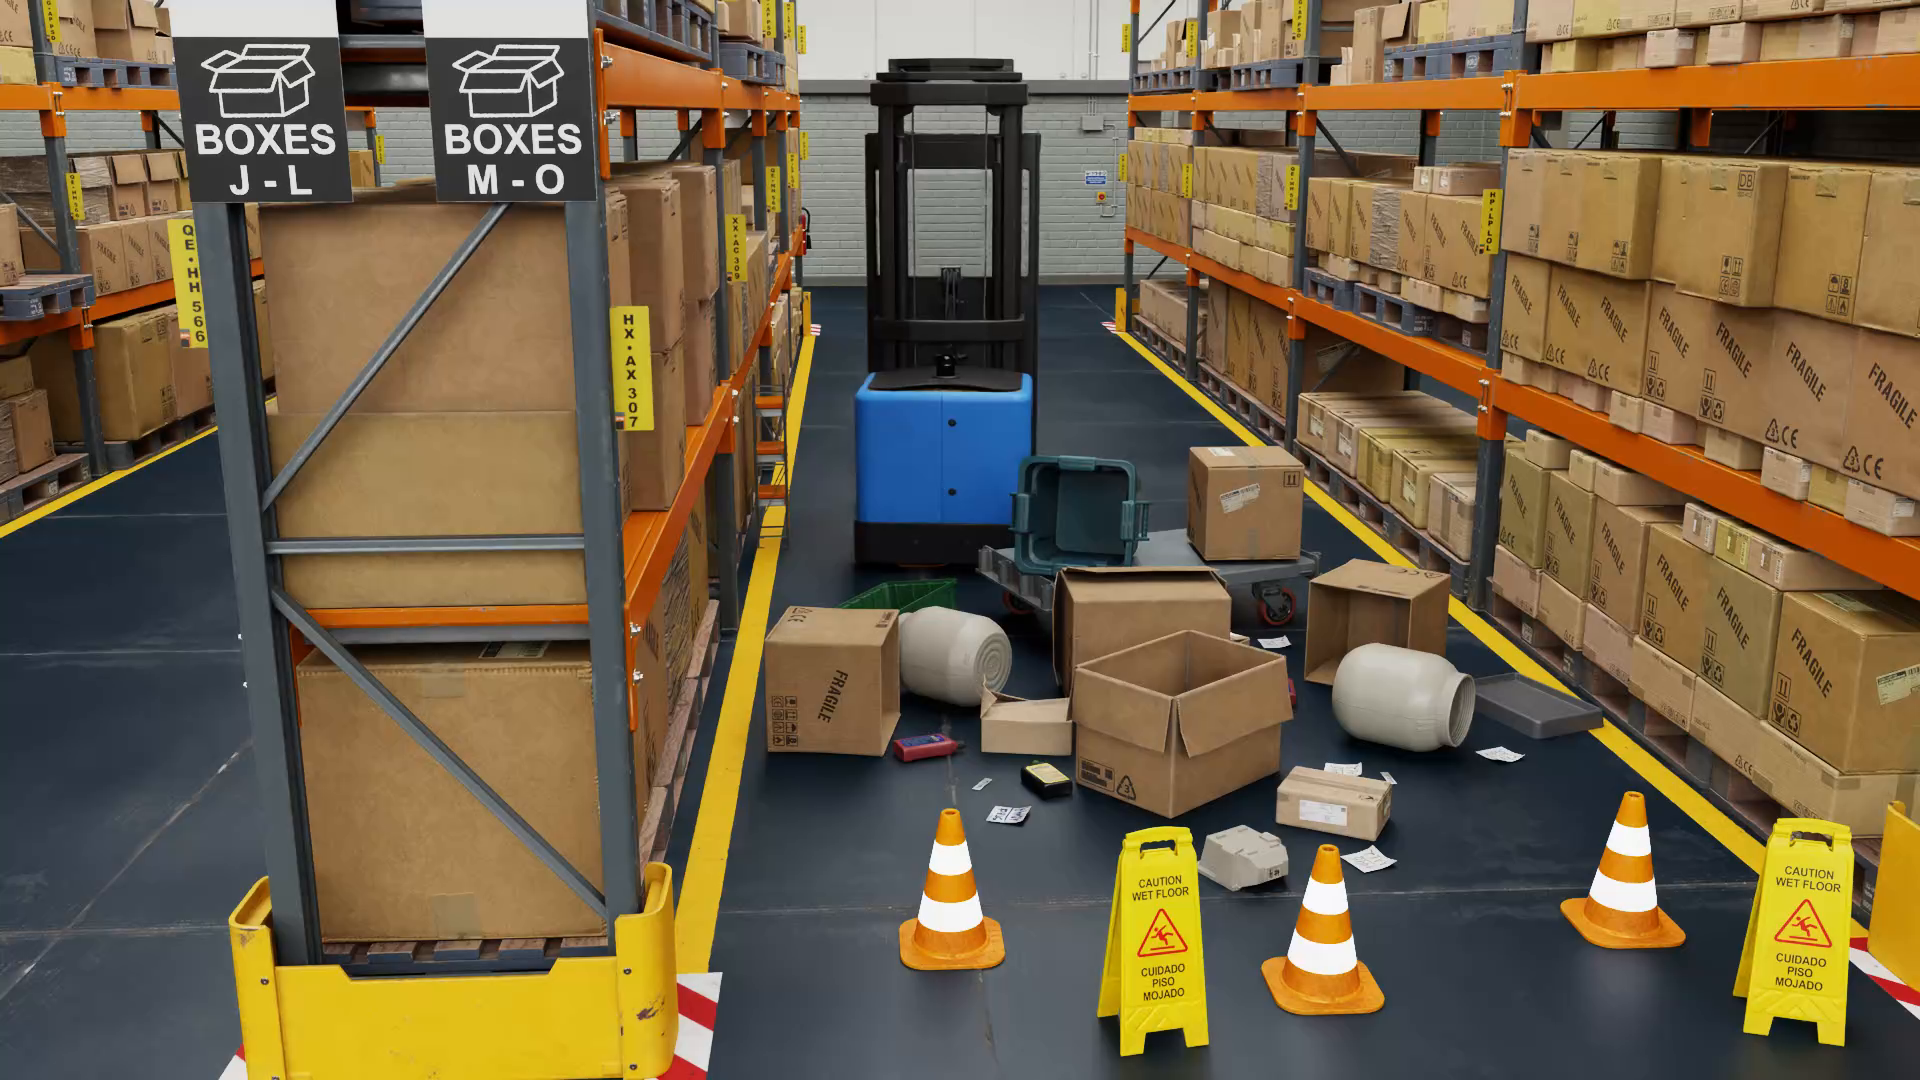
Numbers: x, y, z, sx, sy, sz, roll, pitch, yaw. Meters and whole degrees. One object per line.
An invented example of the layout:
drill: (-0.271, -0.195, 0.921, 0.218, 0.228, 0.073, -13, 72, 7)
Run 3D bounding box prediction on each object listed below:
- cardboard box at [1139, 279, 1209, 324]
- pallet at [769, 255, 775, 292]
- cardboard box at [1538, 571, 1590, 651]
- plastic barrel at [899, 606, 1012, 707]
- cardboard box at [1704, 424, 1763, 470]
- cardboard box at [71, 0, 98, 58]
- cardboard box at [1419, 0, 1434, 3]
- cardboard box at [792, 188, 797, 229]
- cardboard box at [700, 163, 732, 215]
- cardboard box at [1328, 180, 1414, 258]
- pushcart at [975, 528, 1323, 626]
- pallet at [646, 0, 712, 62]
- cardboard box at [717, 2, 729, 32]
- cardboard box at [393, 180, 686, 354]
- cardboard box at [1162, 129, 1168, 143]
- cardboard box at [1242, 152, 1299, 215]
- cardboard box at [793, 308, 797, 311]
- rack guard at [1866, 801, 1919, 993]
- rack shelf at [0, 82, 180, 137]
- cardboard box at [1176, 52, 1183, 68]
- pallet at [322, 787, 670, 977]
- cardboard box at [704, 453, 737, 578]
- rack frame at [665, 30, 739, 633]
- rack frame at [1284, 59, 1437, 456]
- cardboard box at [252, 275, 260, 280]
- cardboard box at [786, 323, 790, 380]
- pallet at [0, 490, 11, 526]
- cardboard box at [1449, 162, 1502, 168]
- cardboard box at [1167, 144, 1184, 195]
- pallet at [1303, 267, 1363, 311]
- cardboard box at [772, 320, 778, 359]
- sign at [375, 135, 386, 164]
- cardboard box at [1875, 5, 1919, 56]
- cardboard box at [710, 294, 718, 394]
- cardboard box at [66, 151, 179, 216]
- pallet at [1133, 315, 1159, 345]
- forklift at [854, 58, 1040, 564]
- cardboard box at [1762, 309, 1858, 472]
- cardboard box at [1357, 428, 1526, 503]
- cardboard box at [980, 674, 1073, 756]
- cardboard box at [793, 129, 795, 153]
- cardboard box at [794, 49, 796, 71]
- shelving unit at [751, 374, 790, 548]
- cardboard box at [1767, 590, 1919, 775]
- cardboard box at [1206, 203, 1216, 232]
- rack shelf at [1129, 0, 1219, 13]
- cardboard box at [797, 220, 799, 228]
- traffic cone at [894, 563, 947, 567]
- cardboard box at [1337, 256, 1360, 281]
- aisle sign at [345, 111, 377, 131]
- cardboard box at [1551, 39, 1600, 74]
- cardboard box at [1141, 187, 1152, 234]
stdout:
cardboard box: (2.671, -2.864, 19.936, 0.875, 0.438, 0.875, -1, 14, -5)
pallet: (-2.059, -2.055, 12.880, 1.213, 0.211, 1.003, -1, 14, -3)
cardboard box: (3.085, 0.332, 7.891, 0.500, 0.250, 0.500, 0, 14, 0)
plastic barrel: (-0.059, 0.528, 7.624, 0.512, 0.421, 0.421, 10, 18, 35)
cardboard box: (3.136, -0.370, 6.448, 0.380, 0.149, 0.250, -1, 14, -4)
cardboard box: (-7.116, -3.990, 12.950, 0.500, 0.500, 0.500, 0, 14, 0)
cardboard box: (3.025, -3.301, 9.770, 0.500, 0.250, 0.500, -1, 14, -3)
cardboard box: (-1.968, -3.536, 17.451, 0.500, 0.500, 0.500, -1, 14, -5)
cardboard box: (-1.824, -2.140, 10.618, 0.700, 0.500, 0.500, -1, 14, -4)
cardboard box: (2.862, -2.225, 11.515, 0.500, 0.500, 0.500, 0, 14, -1)
pushcart: (1.001, 0.238, 8.844, 1.648, 0.377, 0.936, -6, 16, -23)
pallet: (-1.620, -2.184, 7.153, 1.003, 0.211, 1.213, -1, 14, -3)
cardboard box: (-1.488, -2.913, 9.270, 0.380, 0.149, 0.250, -1, 14, -3)
cardboard box: (-1.422, -0.948, 5.724, 0.875, 0.550, 0.550, -1, 14, -3)
cardboard box: (2.395, -4.367, 17.972, 0.380, 0.149, 0.250, -1, 14, -3)
cardboard box: (2.669, -2.983, 13.891, 0.500, 0.500, 0.500, -1, 14, -3)
cardboard box: (-2.010, -2.480, 18.429, 0.380, 0.149, 0.250, 0, 14, -1)
rack guard: (3.517, 1.107, 5.221, 1.175, 0.500, 0.348, -1, 14, -3)
rack shelf: (-6.989, -3.523, 13.623, 1.077, 0.370, 4.000, -1, 14, -3)
cardboard box: (2.403, -4.872, 16.881, 0.380, 0.149, 0.250, -1, 14, -2)
pallet: (-1.540, 1.170, 5.557, 1.003, 0.211, 1.213, -1, 14, -3)
cardboard box: (-1.789, -0.245, 9.130, 1.050, 0.750, 0.750, -1, 14, -4)
rack frame: (-1.660, -0.978, 8.307, 1.000, 3.000, 0.127, -1, 14, -3)
rack frame: (3.026, -2.074, 12.569, 1.000, 3.000, 0.127, -1, 14, -3)
cardboard box: (-7.074, -2.256, 16.695, 0.875, 0.875, 0.875, -1, 14, -3)
cardboard box: (-1.859, -1.780, 15.599, 0.500, 0.500, 0.500, -1, 14, -5)
pallet: (-6.746, -0.074, 10.389, 1.003, 0.211, 1.213, -1, 14, -3)
cardboard box: (3.409, -2.382, 10.821, 0.380, 0.149, 0.250, -2, 15, -6)
cardboard box: (2.450, -3.841, 17.228, 0.500, 0.500, 0.500, -1, 14, -4)
pallet: (3.176, -1.806, 11.910, 1.213, 0.211, 1.003, -1, 14, -3)
cardboard box: (-1.741, -1.630, 13.511, 0.500, 0.250, 0.500, -1, 14, -4)
sign: (-6.818, -4.591, 19.552, 0.100, 0.325, 0.005, -1, 14, -3)
cardboard box: (3.190, -1.628, 5.319, 0.380, 0.149, 0.250, 0, 14, -2)
cardboard box: (-1.626, -0.959, 7.933, 0.875, 0.550, 0.550, -1, 14, -3)
cardboard box: (-6.980, -2.966, 13.822, 0.797, 0.503, 0.637, 0, 14, -2)
pallet: (2.658, -2.516, 19.881, 1.003, 0.211, 1.213, -1, 14, -3)
forklift: (-0.035, -1.588, 10.817, 1.130, 2.935, 3.031, 1, 14, 2)
cardboard box: (3.187, -0.532, 5.779, 0.500, 0.500, 0.500, -1, 14, -3)
cardboard box: (3.146, -0.492, 10.851, 0.950, 0.372, 0.625, 0, 14, -2)
cardboard box: (0.284, 0.745, 7.097, 0.396, 0.266, 0.258, 2, 15, 6)
cardboard box: (-2.019, -4.142, 17.802, 0.500, 0.500, 0.500, -1, 14, -5)
cardboard box: (-2.089, -5.347, 18.565, 0.500, 0.250, 0.500, -1, 14, -5)
shelving unit: (-1.174, -0.491, 10.326, 0.215, 1.050, 0.252, -2, 15, -6)
cardboard box: (3.212, 0.485, 5.791, 0.500, 0.500, 0.500, -1, 14, -3)
cardboard box: (2.584, -2.996, 15.447, 0.500, 0.250, 0.500, -1, 14, -3)
rack shelf: (2.654, -5.930, 17.760, 1.077, 0.370, 4.000, -1, 14, -3)
cardboard box: (-2.102, -3.764, 19.640, 0.380, 0.149, 0.250, -1, 14, -3)
traffic cone: (-0.236, -0.106, 10.010, 0.336, 0.463, 0.334, -1, 14, -3)
cardboard box: (2.812, -1.864, 11.413, 0.380, 0.149, 0.250, -1, 14, -3)
aisle sign: (-7.066, -5.192, 19.470, 0.394, 0.787, 0.004, -1, 14, -3)
cardboard box: (3.006, -2.263, 7.787, 0.380, 0.149, 0.250, -1, 14, -3)
cardboard box: (2.346, -3.736, 18.828, 0.500, 0.500, 0.500, -1, 14, -4)
